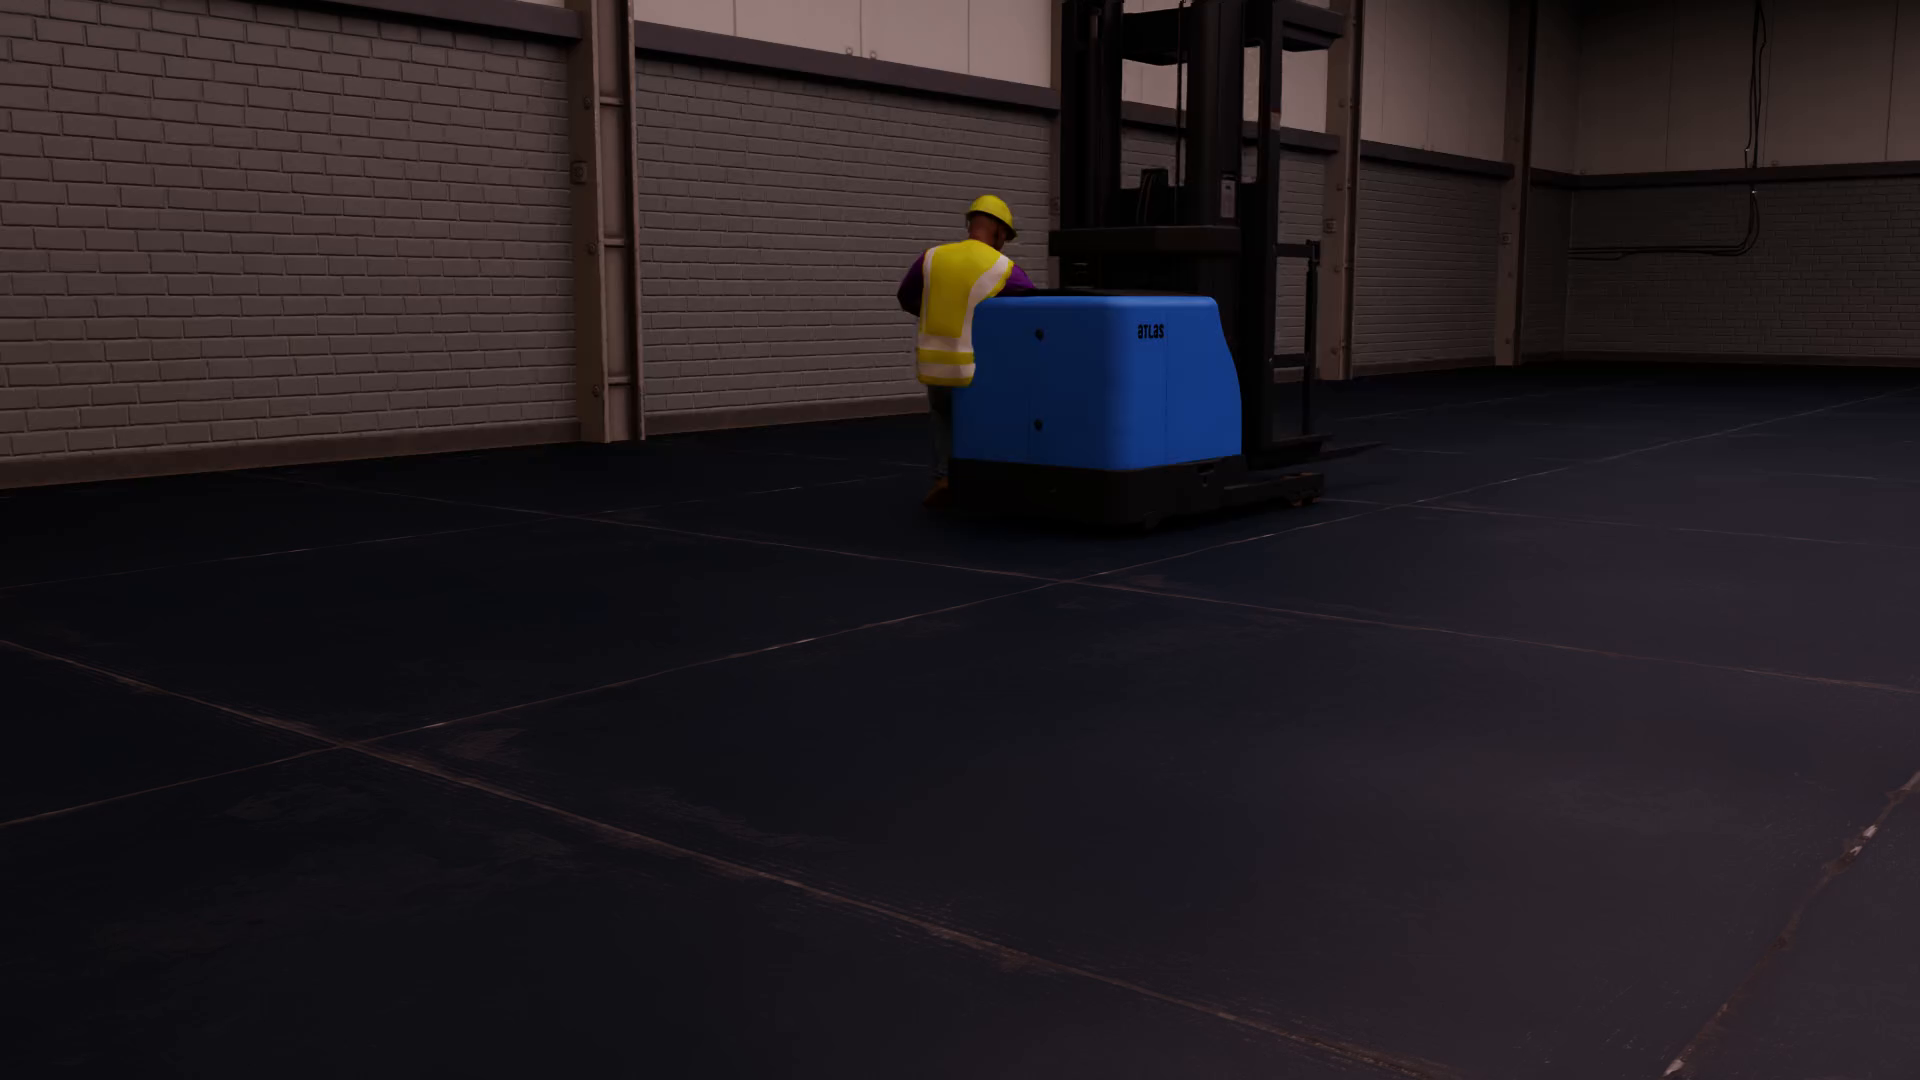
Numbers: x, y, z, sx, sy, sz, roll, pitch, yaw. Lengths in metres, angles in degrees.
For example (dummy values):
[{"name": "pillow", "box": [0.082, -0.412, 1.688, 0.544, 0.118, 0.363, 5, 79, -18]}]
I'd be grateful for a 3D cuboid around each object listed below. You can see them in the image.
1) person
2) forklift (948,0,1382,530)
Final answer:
[{"name": "person", "box": [0.117, -0.901, 8.111, 0.997, 1.522, 0.730, 6, 10, 34]}, {"name": "forklift", "box": [1.263, -1.659, 8.620, 1.130, 2.935, 3.031, 7, 11, 39]}]
